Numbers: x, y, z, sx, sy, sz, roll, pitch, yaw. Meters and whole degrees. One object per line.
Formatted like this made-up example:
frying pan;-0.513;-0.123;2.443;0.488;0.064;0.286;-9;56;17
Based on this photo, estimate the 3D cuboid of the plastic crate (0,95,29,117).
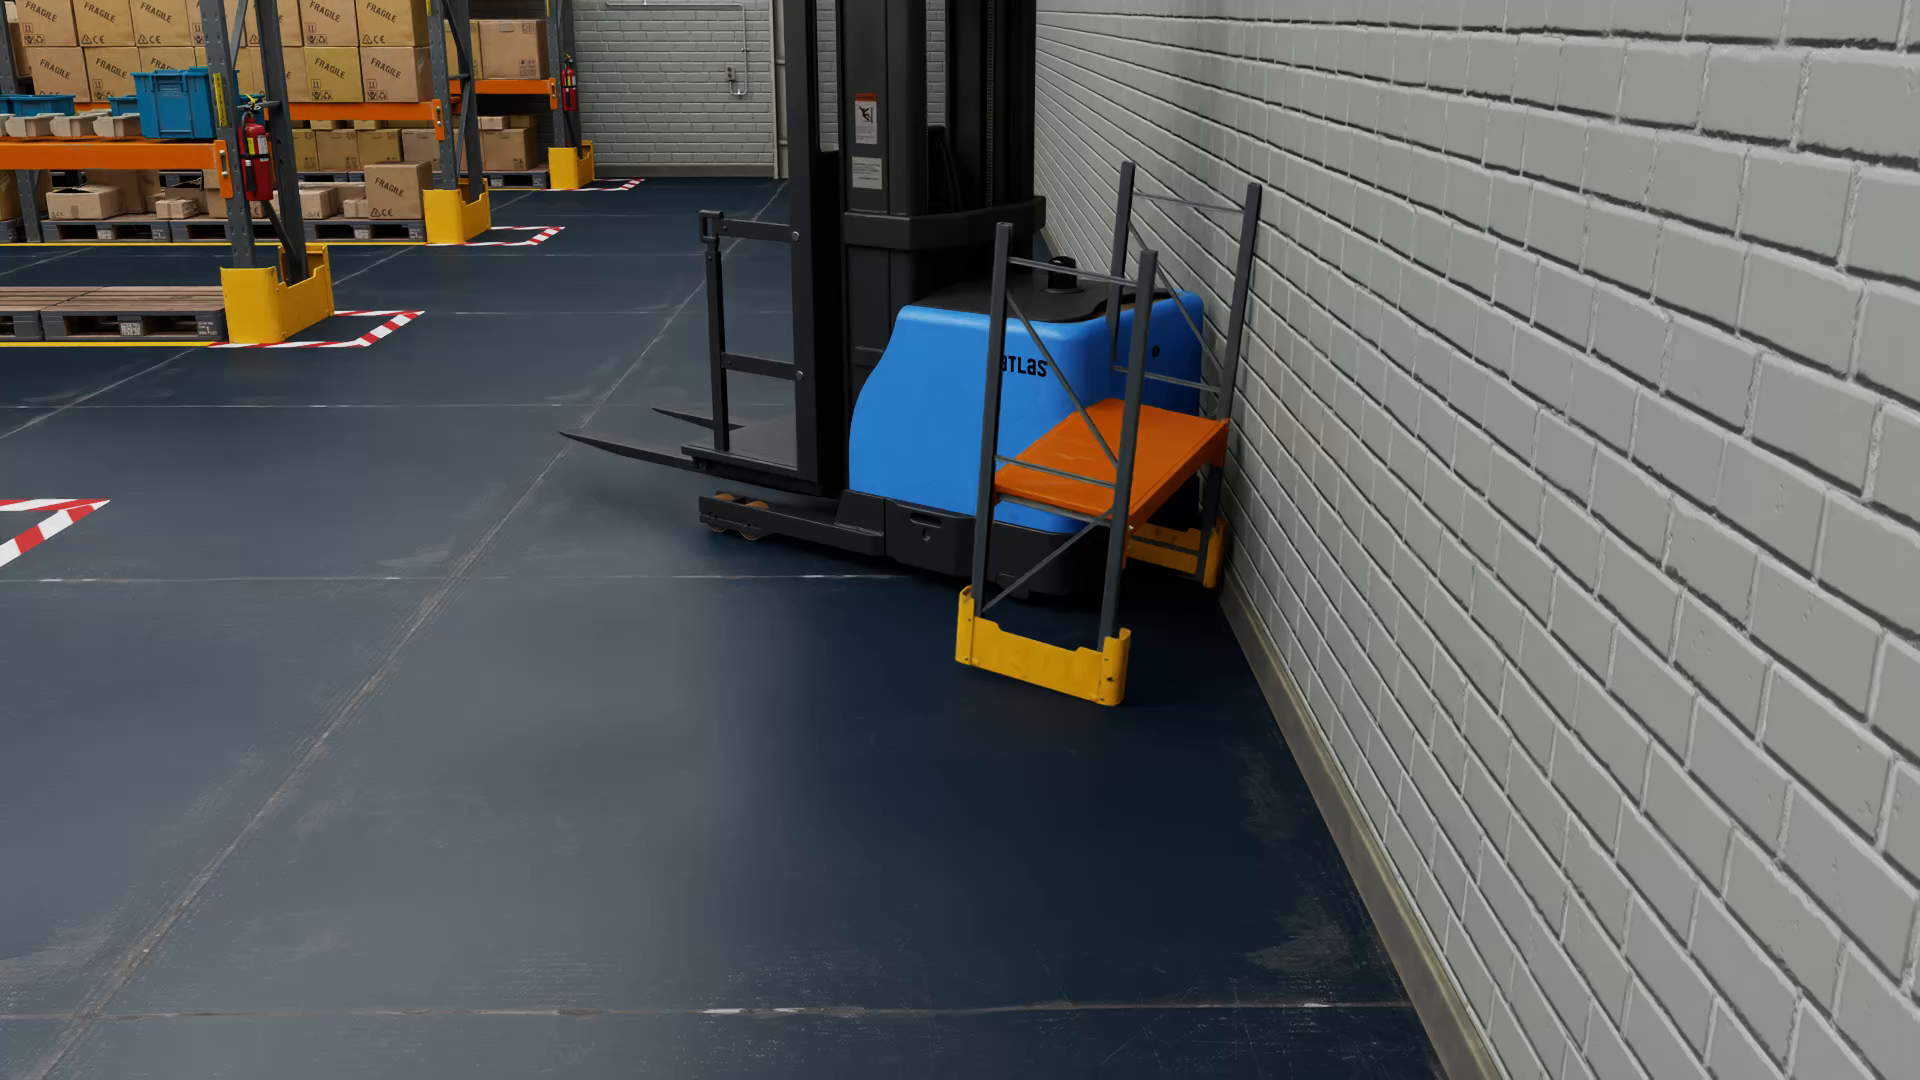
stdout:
plastic crate;-6.646;-2.959;11.536;0.300;0.233;0.416;0;18;-1

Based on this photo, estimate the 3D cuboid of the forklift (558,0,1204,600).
forklift;-0.503;-1.509;6.954;3.031;2.935;1.130;13;22;34

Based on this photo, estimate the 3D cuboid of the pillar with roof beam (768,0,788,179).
pillar with roof beam;-2.180;-7.763;16.516;0.400;9.000;9.100;0;18;-1

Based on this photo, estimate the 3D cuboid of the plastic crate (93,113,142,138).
plastic crate;-5.590;-2.762;11.081;0.243;0.136;0.396;0;18;-1

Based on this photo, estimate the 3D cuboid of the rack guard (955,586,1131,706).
rack guard;0.266;0.347;5.458;0.587;0.250;0.087;15;28;22

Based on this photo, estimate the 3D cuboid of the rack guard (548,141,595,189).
rack guard;-4.910;-4.754;21.049;0.348;0.500;1.175;0;18;-1

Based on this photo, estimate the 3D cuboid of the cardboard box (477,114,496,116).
cardboard box;-6.017;-5.288;20.963;0.250;0.149;0.380;0;18;-1

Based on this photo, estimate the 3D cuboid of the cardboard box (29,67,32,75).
cardboard box;-11.314;-5.741;20.412;0.250;0.149;0.380;0;18;0

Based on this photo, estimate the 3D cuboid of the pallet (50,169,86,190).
pallet;-10.927;-4.564;20.928;1.213;0.211;1.003;0;18;-1

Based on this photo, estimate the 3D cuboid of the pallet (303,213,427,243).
pallet;-5.725;-3.099;16.362;1.213;0.211;1.003;0;18;-1

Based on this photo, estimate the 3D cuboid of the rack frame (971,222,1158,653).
rack frame;0.294;-0.208;5.172;0.500;1.500;0.032;15;28;22

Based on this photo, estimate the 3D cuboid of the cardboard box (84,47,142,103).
cardboard box;-7.826;-4.382;15.634;0.500;0.500;0.500;0;18;0

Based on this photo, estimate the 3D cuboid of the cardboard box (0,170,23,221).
cardboard box;-9.340;-3.341;15.925;0.500;0.500;0.500;0;18;-1

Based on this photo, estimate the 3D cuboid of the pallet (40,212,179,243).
pallet;-8.165;-3.087;16.326;1.213;0.211;1.003;0;18;-1

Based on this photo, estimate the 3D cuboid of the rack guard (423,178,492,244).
rack guard;-4.928;-3.241;16.331;0.348;0.500;1.175;0;18;-1

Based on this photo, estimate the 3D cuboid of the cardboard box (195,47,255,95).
cardboard box;-6.817;-4.387;15.648;0.500;0.500;0.500;-1;18;-2

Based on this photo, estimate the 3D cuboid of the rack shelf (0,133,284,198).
rack shelf;-6.777;-2.566;11.314;4.000;0.370;1.077;0;18;-1

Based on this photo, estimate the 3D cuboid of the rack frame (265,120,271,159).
rack frame;-8.933;-5.925;20.606;0.127;3.000;1.000;0;18;-1

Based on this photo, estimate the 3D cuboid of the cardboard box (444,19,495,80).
cardboard box;-6.171;-6.075;20.582;0.700;0.700;0.980;0;18;-1

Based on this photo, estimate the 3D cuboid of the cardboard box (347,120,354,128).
cardboard box;-7.542;-5.280;20.940;0.250;0.149;0.380;-1;18;-3

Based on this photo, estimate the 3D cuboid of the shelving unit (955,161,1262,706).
shelving unit;0.524;-0.397;5.596;0.587;1.500;1.083;15;28;22

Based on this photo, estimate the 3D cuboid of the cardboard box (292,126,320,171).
cardboard box;-8.184;-4.907;20.838;0.500;0.500;0.700;0;18;0

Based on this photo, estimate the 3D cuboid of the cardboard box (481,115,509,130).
cardboard box;-5.758;-5.172;20.604;0.250;0.149;0.380;0;18;-2

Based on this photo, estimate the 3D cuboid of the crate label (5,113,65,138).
crate label;-6.158;-2.756;11.063;0.243;0.136;0.396;0;18;-1

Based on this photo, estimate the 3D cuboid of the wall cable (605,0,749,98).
wall cable;-3.669;-6.723;21.431;1.851;1.984;0.084;0;18;-1

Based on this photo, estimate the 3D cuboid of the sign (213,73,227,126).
sign;-4.753;-2.828;10.686;0.005;0.325;0.100;0;18;-1

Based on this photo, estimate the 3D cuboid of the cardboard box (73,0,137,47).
cardboard box;-7.860;-4.855;15.470;0.500;0.500;0.500;-1;18;-3

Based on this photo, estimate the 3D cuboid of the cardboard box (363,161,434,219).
cardboard box;-5.392;-3.373;16.022;0.500;0.500;0.500;0;18;-1

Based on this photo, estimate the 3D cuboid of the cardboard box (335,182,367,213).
cardboard box;-5.900;-3.413;16.558;0.500;0.250;0.500;0;18;-1

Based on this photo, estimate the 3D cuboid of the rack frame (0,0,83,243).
rack frame;-8.852;-4.412;15.890;0.127;3.000;1.000;0;18;-1

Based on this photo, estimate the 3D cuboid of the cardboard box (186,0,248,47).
cardboard box;-6.830;-4.860;15.485;0.500;0.500;0.500;0;18;1

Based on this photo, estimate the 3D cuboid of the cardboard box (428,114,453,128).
cardboard box;-6.522;-5.285;20.956;0.250;0.149;0.380;0;18;0

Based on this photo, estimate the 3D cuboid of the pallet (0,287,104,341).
pallet;-6.820;-1.593;11.669;1.213;0.211;1.003;0;18;-1

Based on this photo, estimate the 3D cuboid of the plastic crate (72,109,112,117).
plastic crate;-6.030;-2.941;11.639;0.298;0.136;0.250;0;18;-1

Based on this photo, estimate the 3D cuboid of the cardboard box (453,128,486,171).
cardboard box;-6.133;-4.917;20.871;0.500;0.500;0.700;0;18;-1

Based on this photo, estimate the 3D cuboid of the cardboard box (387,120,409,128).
cardboard box;-7.031;-5.283;20.948;0.250;0.149;0.380;-1;18;-2

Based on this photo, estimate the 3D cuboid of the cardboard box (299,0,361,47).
cardboard box;-5.798;-4.866;15.505;0.500;0.500;0.500;0;18;1

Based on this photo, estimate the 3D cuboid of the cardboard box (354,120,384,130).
cardboard box;-7.317;-5.164;20.578;0.250;0.149;0.380;-1;18;-2

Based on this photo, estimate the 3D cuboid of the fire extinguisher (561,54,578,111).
fire extinguisher;-4.776;-5.589;20.298;0.183;0.674;0.296;0;18;-1

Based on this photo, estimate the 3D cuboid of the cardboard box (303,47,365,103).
cardboard box;-5.814;-4.390;15.658;0.500;0.500;0.500;0;18;0

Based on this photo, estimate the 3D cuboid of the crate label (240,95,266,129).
crate label;-5.030;-2.967;11.560;0.303;0.233;0.416;0;18;-1

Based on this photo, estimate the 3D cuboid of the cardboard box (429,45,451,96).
cardboard box;-5.300;-4.557;16.179;0.500;0.500;0.500;0;18;0

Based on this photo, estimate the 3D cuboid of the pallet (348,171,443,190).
pallet;-6.949;-4.584;20.990;1.213;0.211;1.003;0;18;-1

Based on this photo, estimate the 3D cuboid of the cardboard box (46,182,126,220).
cardboard box;-8.428;-3.277;16.034;0.500;0.311;0.500;0;18;-1

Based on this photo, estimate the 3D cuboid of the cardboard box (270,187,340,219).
cardboard box;-6.342;-3.258;16.075;0.500;0.250;0.500;0;18;-1

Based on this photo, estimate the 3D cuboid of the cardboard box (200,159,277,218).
cardboard box;-6.973;-3.443;16.237;0.637;0.503;0.797;0;18;-1

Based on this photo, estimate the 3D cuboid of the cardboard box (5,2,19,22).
cardboard box;-11.438;-6.391;20.149;0.500;0.250;0.500;0;18;0

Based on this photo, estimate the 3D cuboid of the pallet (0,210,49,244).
pallet;-9.664;-3.069;16.268;1.213;0.211;1.003;0;18;-1

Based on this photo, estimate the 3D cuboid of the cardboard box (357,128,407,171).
cardboard box;-7.169;-4.910;20.848;0.500;0.500;0.700;0;18;0

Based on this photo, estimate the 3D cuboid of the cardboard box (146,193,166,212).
cardboard box;-7.912;-3.373;16.600;0.250;0.149;0.380;0;18;-1

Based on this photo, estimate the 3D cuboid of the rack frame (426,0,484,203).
rack frame;-4.852;-4.431;15.950;0.127;3.000;1.000;0;18;-1

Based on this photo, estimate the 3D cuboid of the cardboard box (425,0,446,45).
cardboard box;-5.300;-5.033;16.027;0.500;0.500;0.500;0;18;1
